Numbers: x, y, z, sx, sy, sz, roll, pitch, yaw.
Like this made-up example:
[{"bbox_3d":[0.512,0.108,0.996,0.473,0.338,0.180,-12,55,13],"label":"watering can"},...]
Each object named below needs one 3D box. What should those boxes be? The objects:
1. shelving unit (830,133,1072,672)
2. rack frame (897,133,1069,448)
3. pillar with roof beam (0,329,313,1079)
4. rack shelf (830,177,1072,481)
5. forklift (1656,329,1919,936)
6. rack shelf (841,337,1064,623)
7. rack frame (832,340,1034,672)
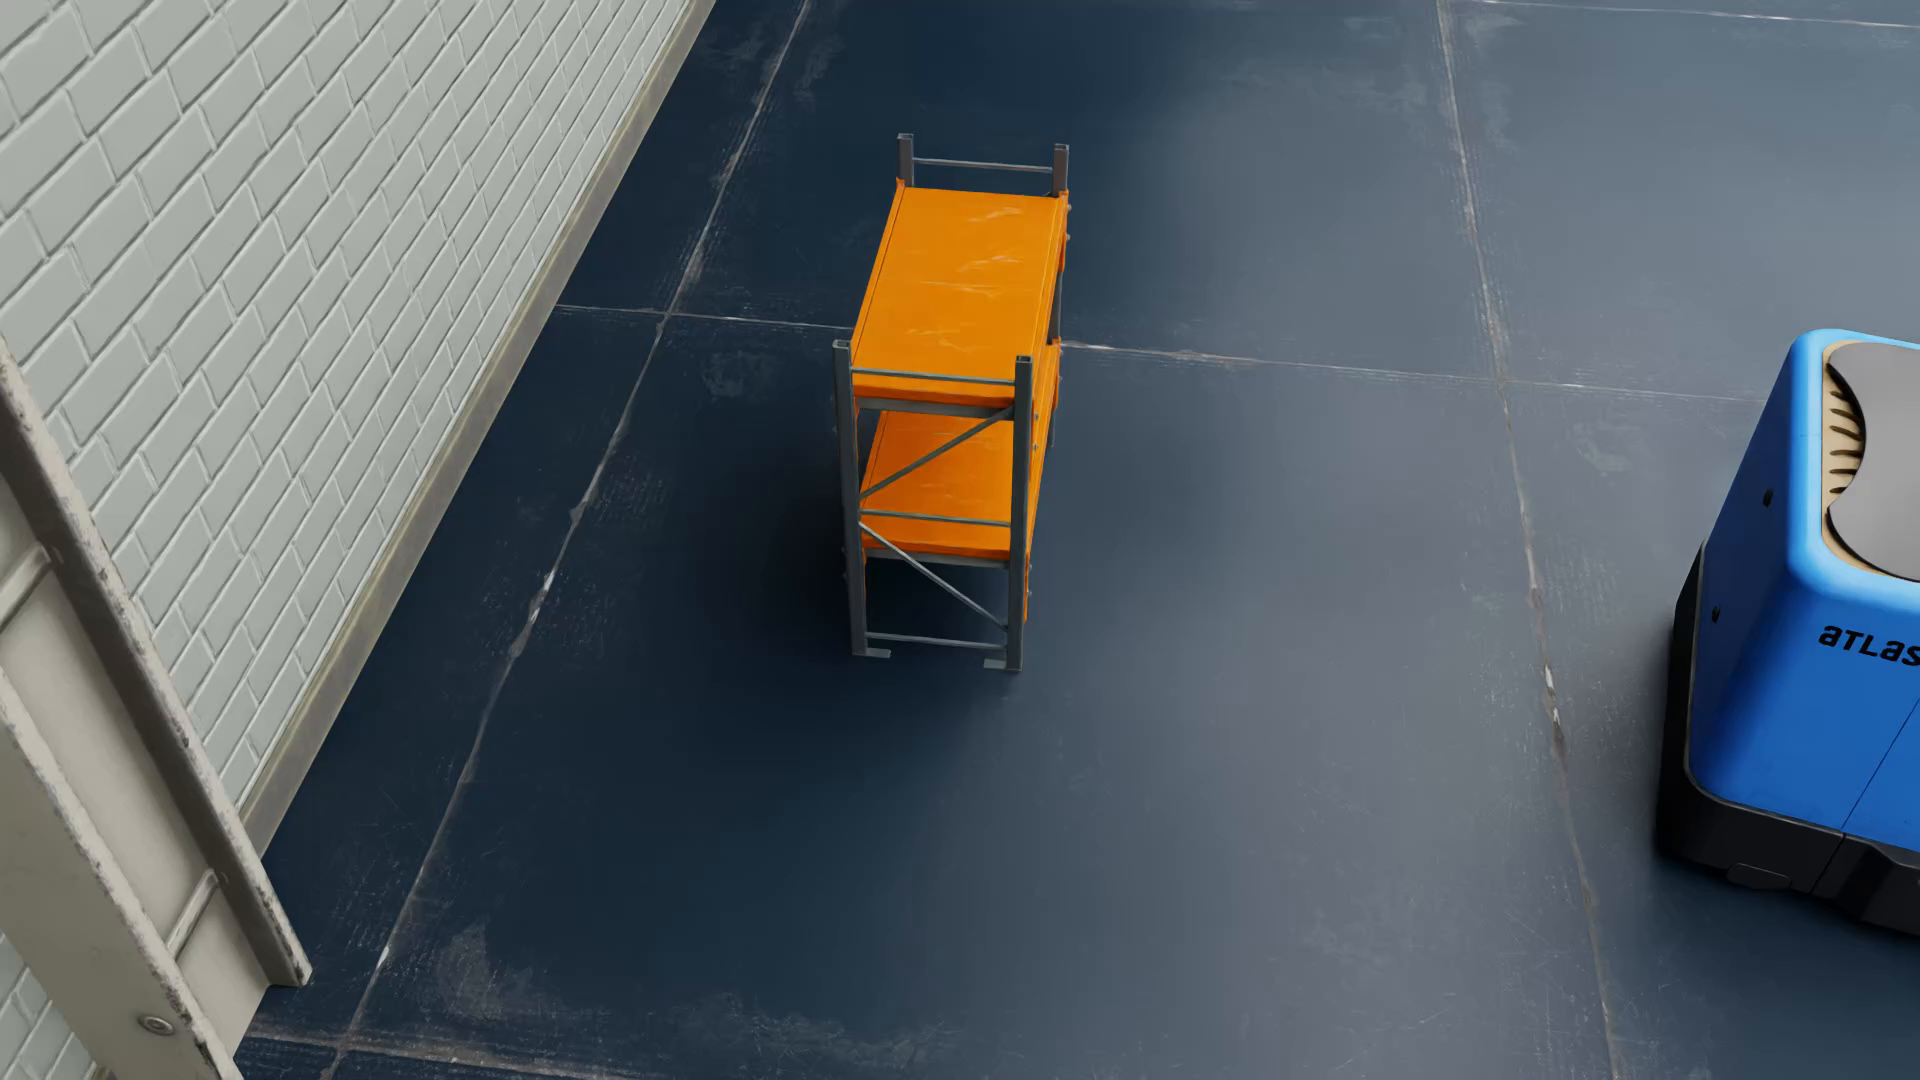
[{"bbox_3d":[-0.001,-0.404,4.858,0.538,1.125,1.048,5,44,6],"label":"shelving unit"},{"bbox_3d":[0.066,-0.750,5.224,0.500,1.125,0.032,5,44,6],"label":"rack frame"},{"bbox_3d":[2.484,-1.695,0.496,9.100,9.000,0.400,5,44,6],"label":"pillar with roof beam"},{"bbox_3d":[-0.001,-0.616,4.657,0.538,0.278,1.000,5,44,6],"label":"rack shelf"},{"bbox_3d":[3.394,-0.179,3.307,3.031,2.935,1.130,15,45,15],"label":"forklift"},{"bbox_3d":[-0.001,-0.226,5.026,0.538,0.278,1.000,5,44,6],"label":"rack shelf"},{"bbox_3d":[-0.068,-0.057,4.492,0.500,1.125,0.032,5,44,6],"label":"rack frame"}]
